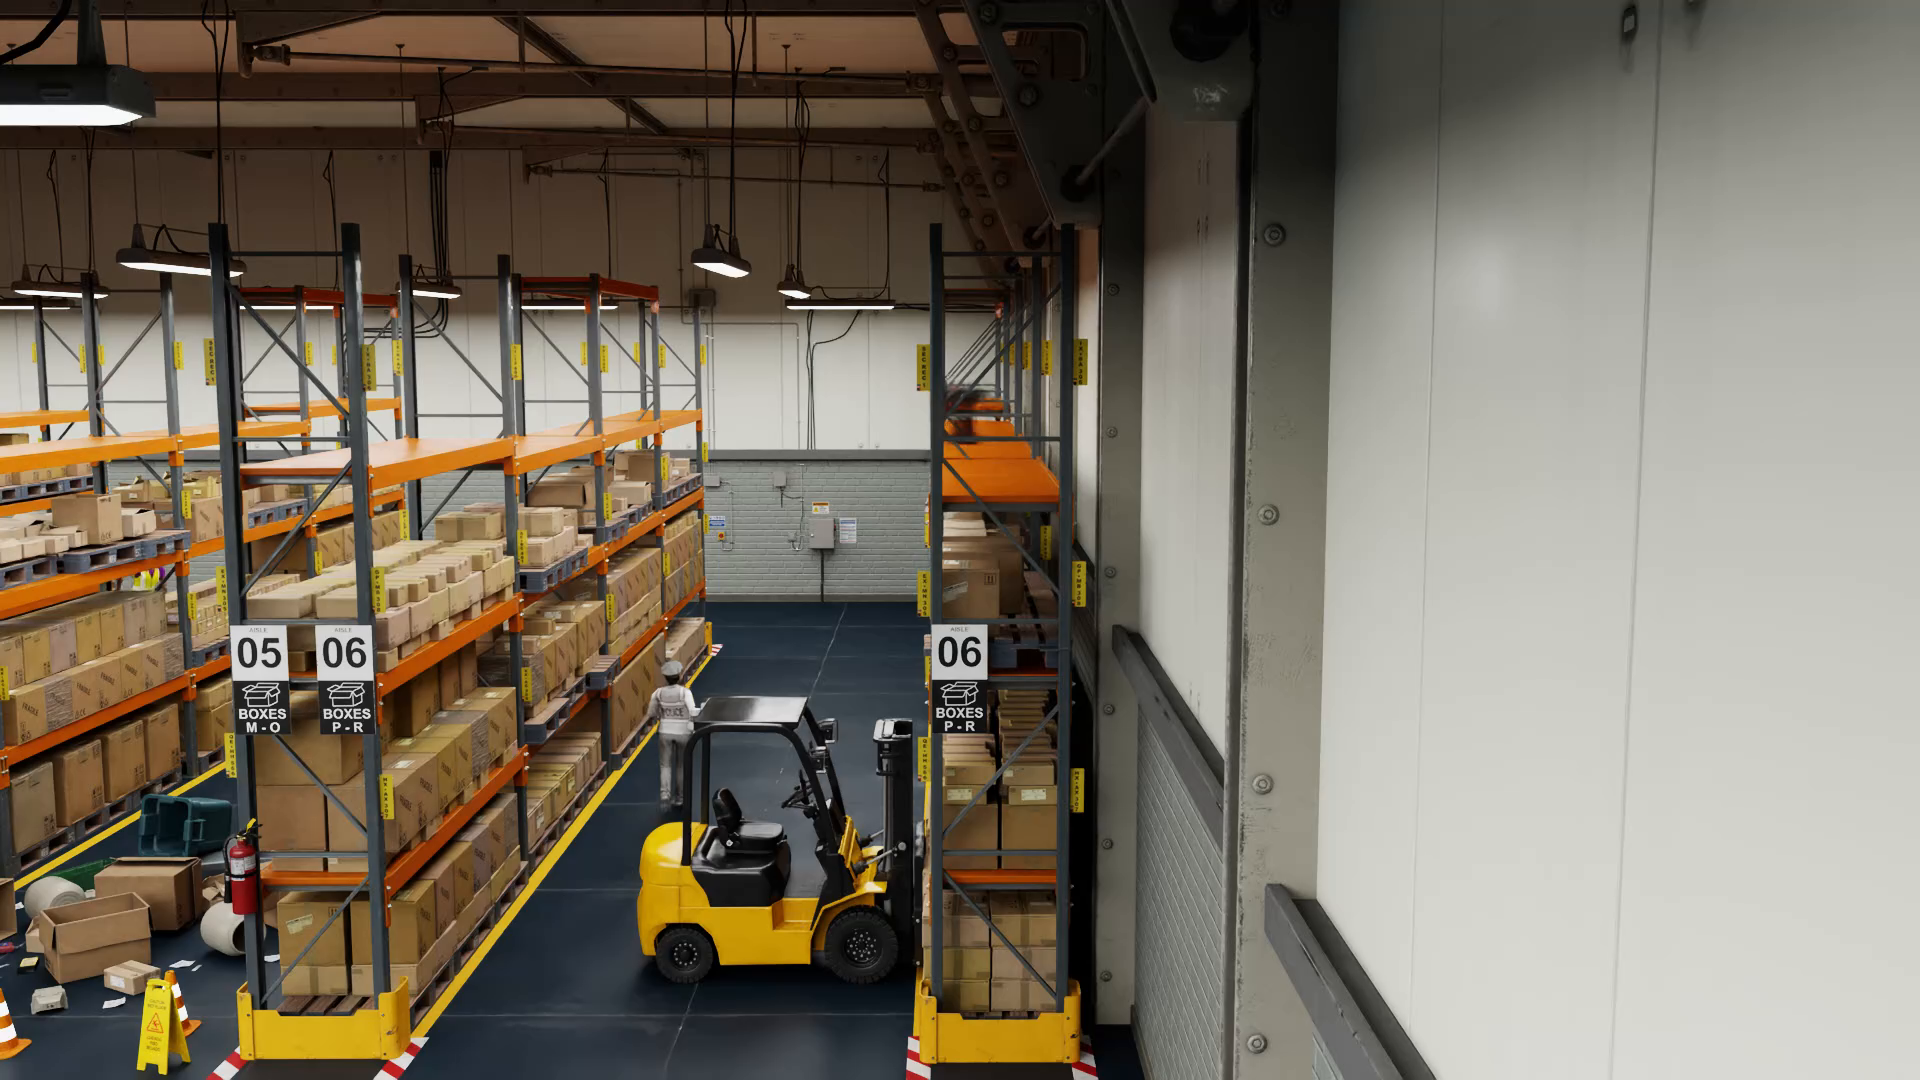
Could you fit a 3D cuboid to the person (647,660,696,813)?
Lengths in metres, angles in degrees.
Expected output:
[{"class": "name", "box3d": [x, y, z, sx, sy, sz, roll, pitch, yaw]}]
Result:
[{"class": "person", "box3d": [-3.166, 2.173, 18.334, 0.595, 1.677, 0.911, 0, 7, -3]}]

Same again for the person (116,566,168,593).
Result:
[{"class": "person", "box3d": [-14.154, 0.974, 28.860, 0.886, 1.748, 0.687, 3, 7, 22]}]
